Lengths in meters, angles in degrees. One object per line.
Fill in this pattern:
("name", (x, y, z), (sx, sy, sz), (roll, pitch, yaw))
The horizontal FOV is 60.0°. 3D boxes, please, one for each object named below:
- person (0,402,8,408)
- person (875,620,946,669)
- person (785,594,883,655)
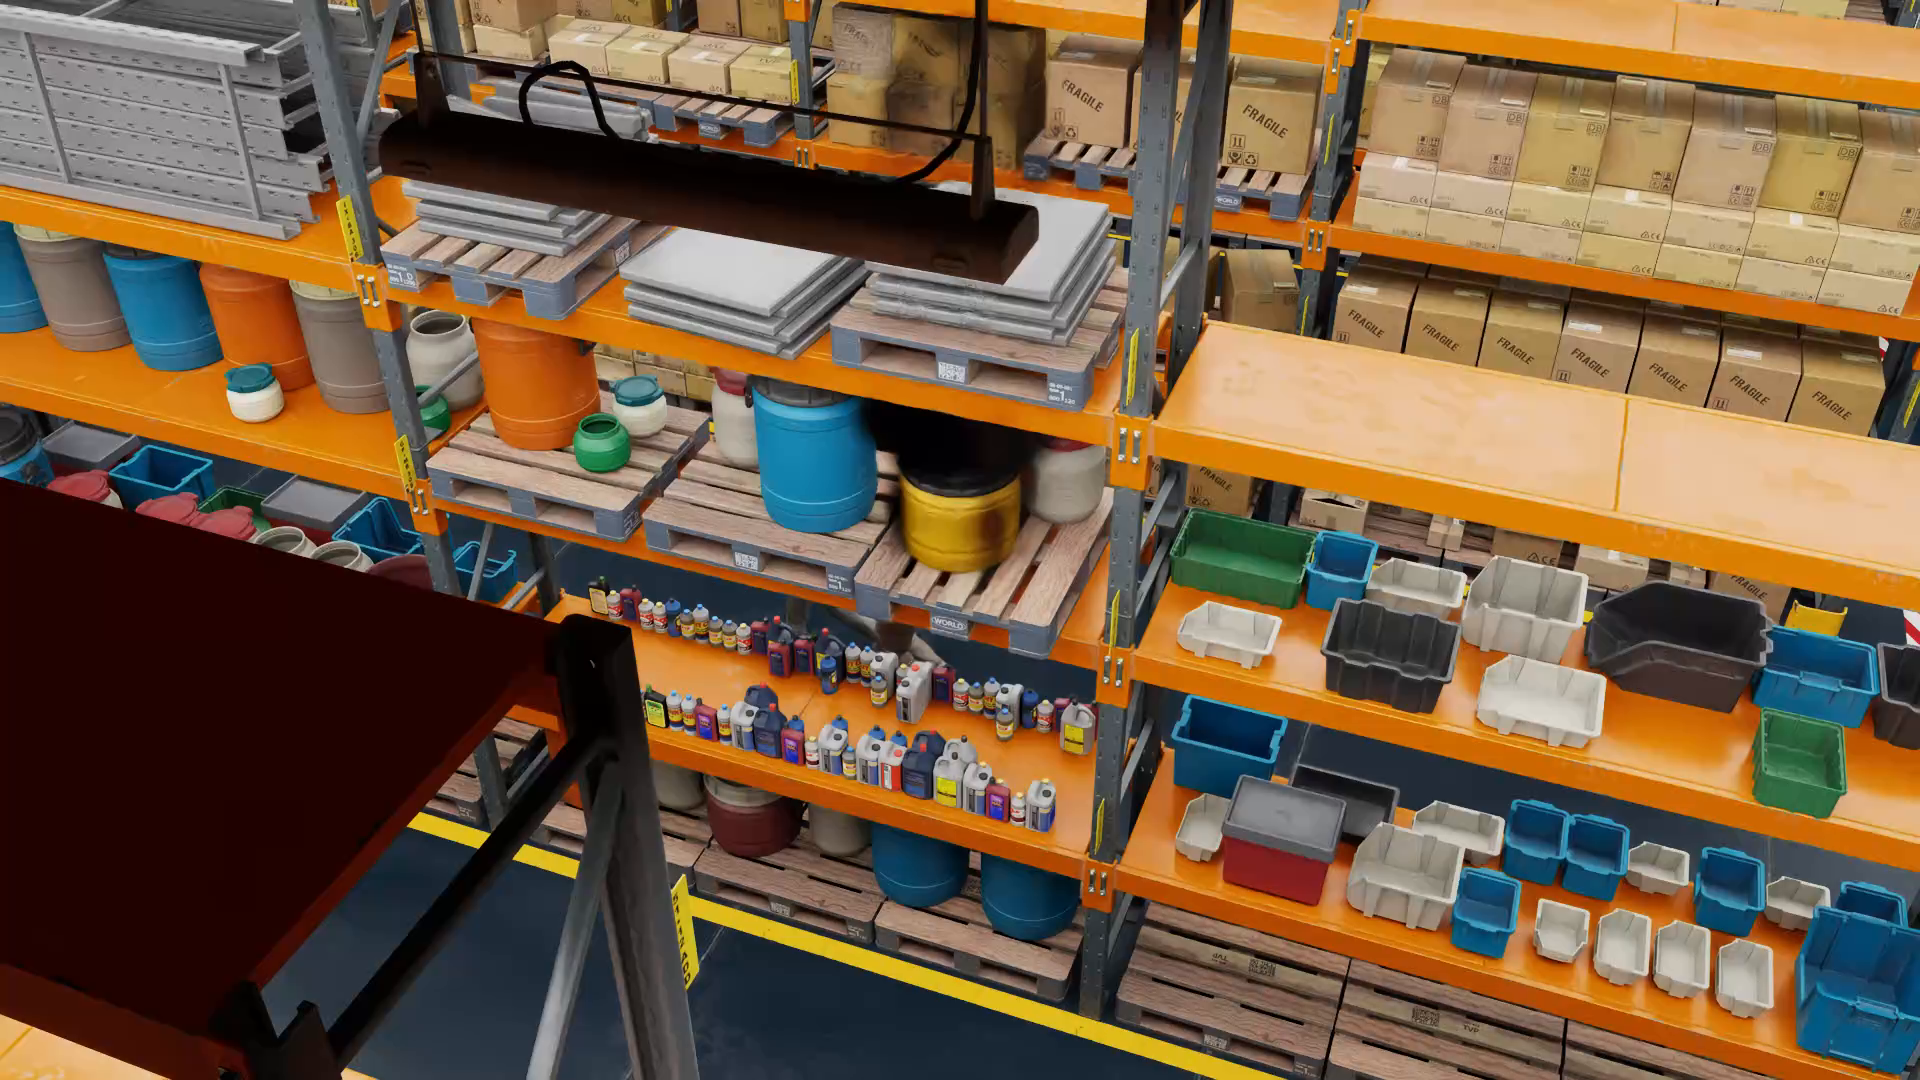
("person", (-8.730, -1.610, 14.245), (0.828, 1.590, 0.693), (-10, 38, -13))
("person", (-0.450, 0.435, 11.384), (0.608, 1.694, 0.645), (18, 40, 23))
("person", (-0.953, 0.205, 11.840), (1.037, 1.627, 0.648), (8, 37, 10))
